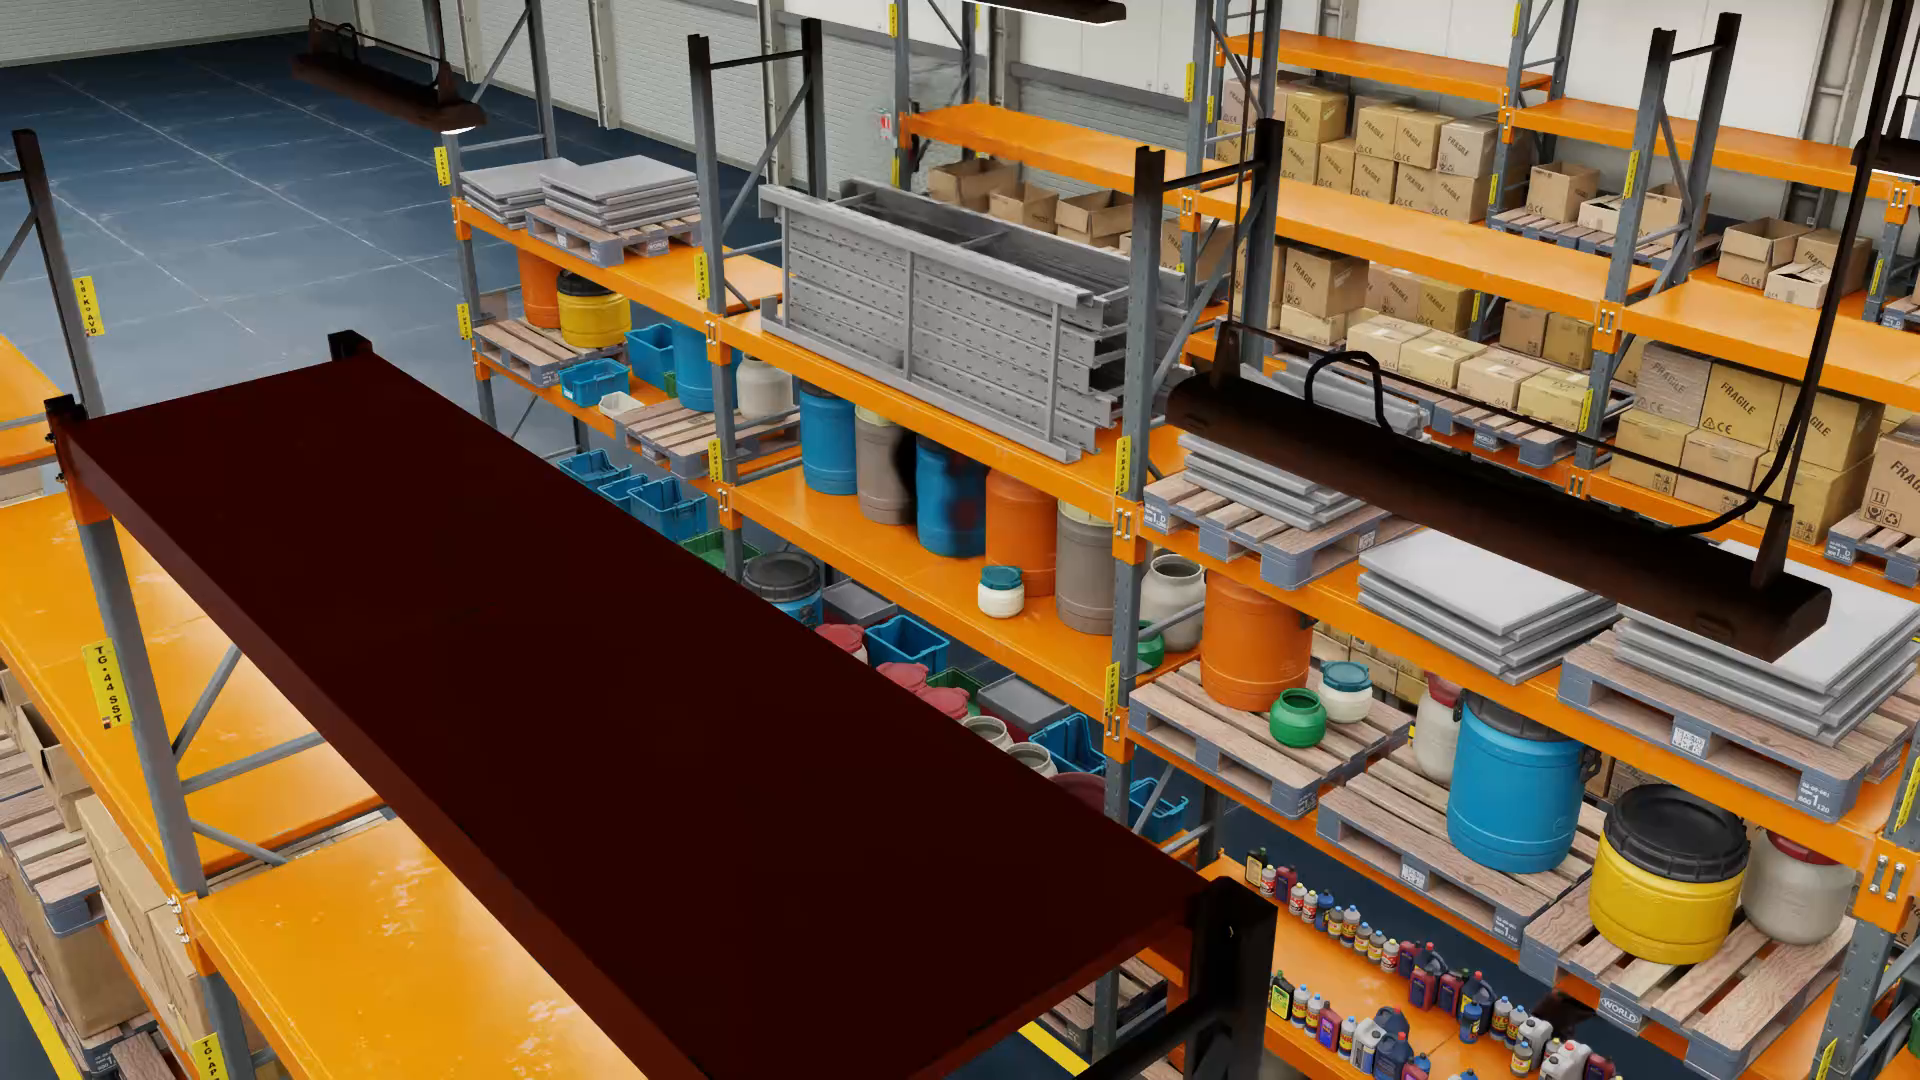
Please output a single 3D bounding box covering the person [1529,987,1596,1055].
[{"bbox_3d":[3.873,2.790,10.260,0.701,1.684,0.584,-20,33,-33],"label":"person"}]
